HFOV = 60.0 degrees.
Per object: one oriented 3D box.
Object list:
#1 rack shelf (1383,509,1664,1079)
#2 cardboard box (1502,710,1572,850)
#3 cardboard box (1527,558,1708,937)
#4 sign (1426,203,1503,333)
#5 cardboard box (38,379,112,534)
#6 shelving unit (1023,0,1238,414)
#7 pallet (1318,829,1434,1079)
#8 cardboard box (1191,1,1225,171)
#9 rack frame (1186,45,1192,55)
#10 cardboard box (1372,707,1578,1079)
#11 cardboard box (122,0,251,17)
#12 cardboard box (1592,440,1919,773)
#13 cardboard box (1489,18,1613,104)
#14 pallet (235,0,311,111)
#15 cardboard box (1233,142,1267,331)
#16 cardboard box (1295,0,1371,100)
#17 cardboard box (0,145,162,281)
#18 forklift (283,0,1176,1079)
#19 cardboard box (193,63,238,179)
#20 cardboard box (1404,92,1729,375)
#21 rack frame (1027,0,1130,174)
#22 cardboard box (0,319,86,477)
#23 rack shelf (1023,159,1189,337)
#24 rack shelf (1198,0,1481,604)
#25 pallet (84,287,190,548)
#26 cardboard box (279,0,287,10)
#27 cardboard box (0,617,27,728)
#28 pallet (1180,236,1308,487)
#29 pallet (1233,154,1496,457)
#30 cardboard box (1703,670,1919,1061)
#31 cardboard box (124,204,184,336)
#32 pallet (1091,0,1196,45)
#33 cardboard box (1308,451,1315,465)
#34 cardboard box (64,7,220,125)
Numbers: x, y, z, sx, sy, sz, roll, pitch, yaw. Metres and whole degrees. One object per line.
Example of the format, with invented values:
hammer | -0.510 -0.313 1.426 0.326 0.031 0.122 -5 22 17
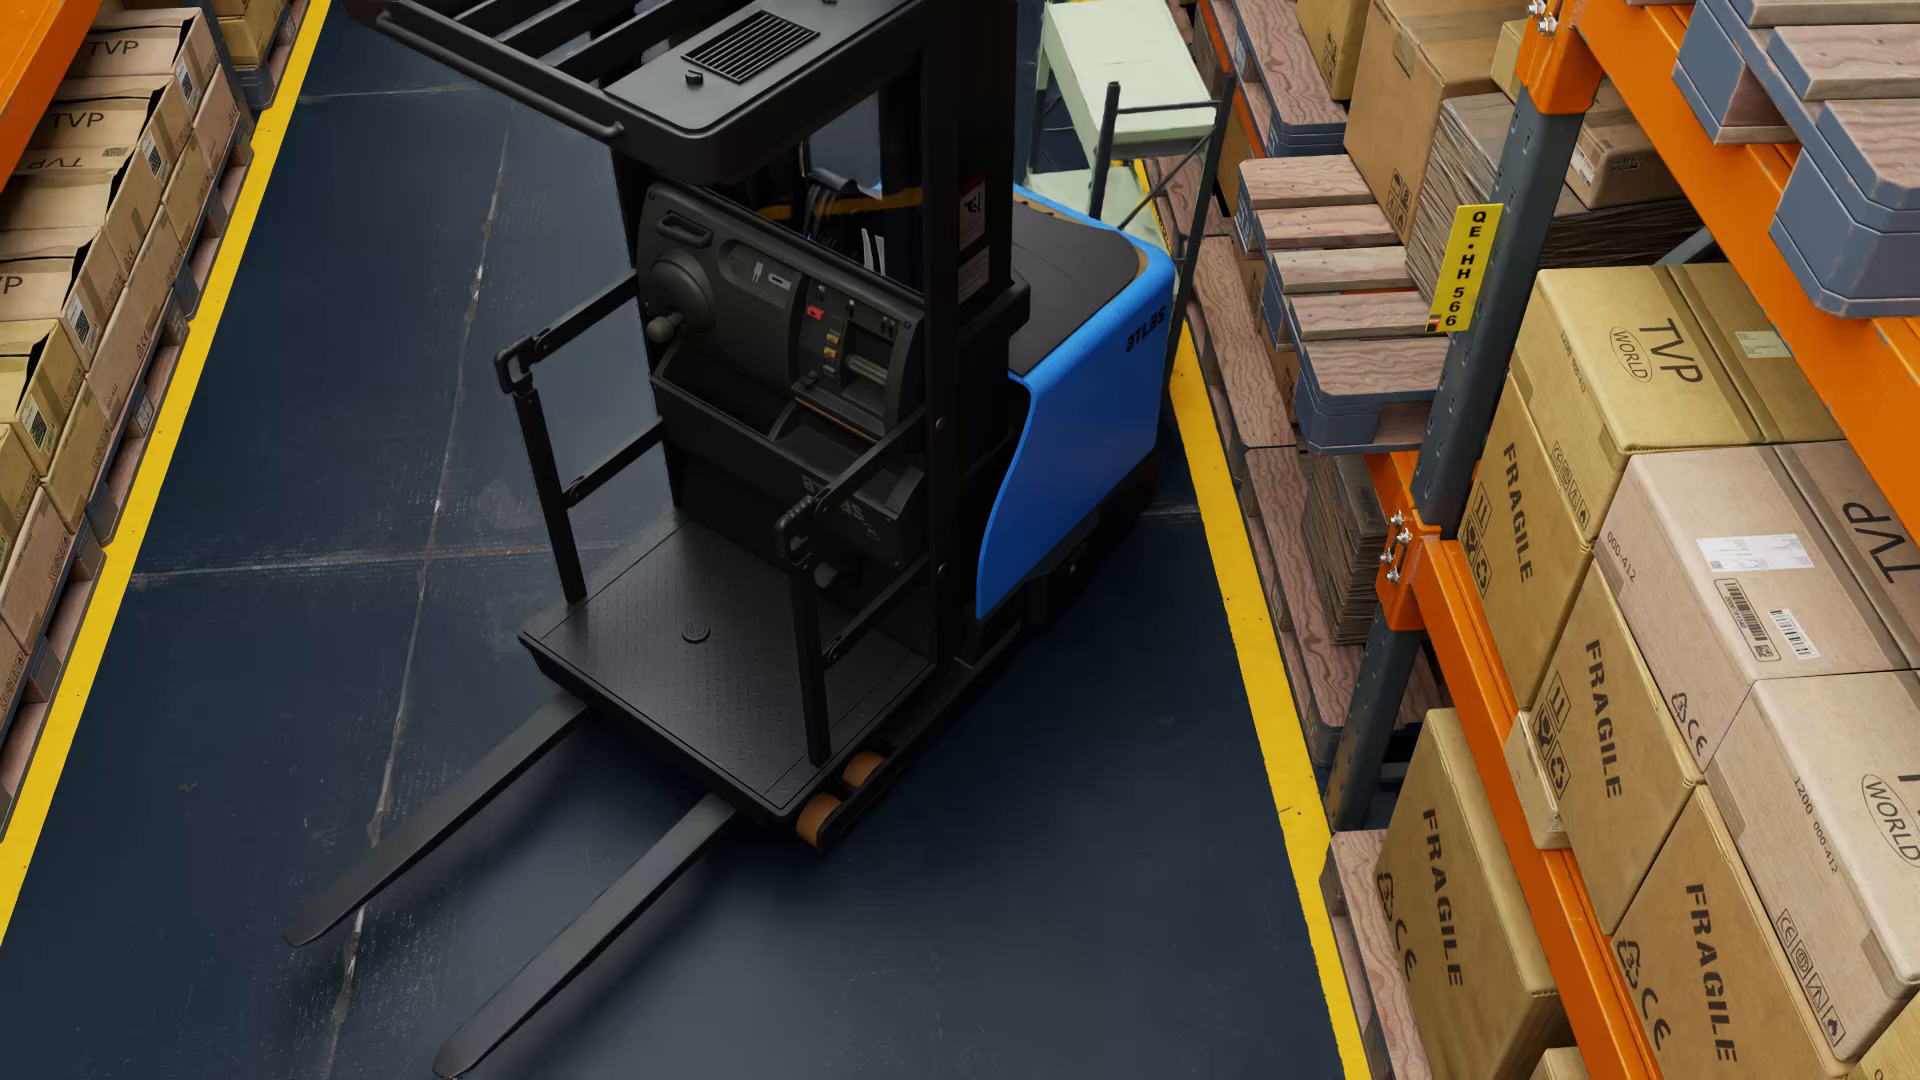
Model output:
rack shelf | 1.762 1.461 2.795 1.077 0.370 4.000 -3 47 -3
cardboard box | 1.342 0.479 3.390 0.380 0.149 0.250 -2 47 -2
cardboard box | 1.415 0.370 3.046 0.500 0.500 0.500 -2 47 -2
sign | 1.055 -0.564 3.475 0.100 0.325 0.005 -3 47 -3
cardboard box | -3.185 -0.264 5.539 0.500 0.250 0.500 -5 47 -4
shelving unit | 0.526 -1.203 5.798 0.431 1.500 0.755 -7 53 -10
pallet | 1.586 1.301 4.373 1.003 0.211 1.213 -3 47 -3
cardboard box | 1.338 -1.887 6.890 0.700 0.500 0.500 -2 47 -2
rack frame | 1.260 -3.127 6.646 1.000 3.000 0.127 -3 47 -3
cardboard box | 1.526 0.902 4.021 0.750 0.750 0.750 -4 47 -4
cardboard box | -3.403 -2.635 7.267 0.500 0.500 0.500 -3 47 -3
cardboard box | 1.422 0.099 2.787 0.500 0.250 0.500 -4 47 -4
cardboard box | 1.494 -1.121 3.927 0.380 0.149 0.250 -11 47 -10
pallet | -3.701 -2.442 7.918 1.003 0.211 1.213 -3 47 -3
cardboard box | 1.434 -1.145 6.187 0.700 0.500 0.500 -3 47 -3
cardboard box | 1.419 -1.658 4.883 0.700 0.500 0.500 -3 47 -3
cardboard box | -3.267 -1.202 6.041 0.500 0.311 0.500 -4 47 -3
forklift | -0.620 -0.516 4.220 1.130 2.935 3.031 29 53 25
cardboard box | -3.353 -1.740 6.936 0.500 0.250 0.500 -4 47 -4
cardboard box | 1.545 -0.758 4.030 0.700 0.500 0.500 -8 47 -8
rack frame | 0.452 -1.486 6.017 0.400 1.500 0.023 -7 53 -10
cardboard box | -3.185 -0.466 5.344 0.500 0.311 0.500 -5 47 -4
rack shelf | 0.508 -1.000 6.053 0.431 0.370 0.720 -7 53 -10
rack shelf | 1.427 -1.433 5.536 1.077 0.370 4.000 -3 47 -3
pallet | -3.470 -0.449 6.030 1.003 0.211 1.213 -3 47 -3
cardboard box | -3.450 -2.738 7.882 0.500 0.250 0.500 -3 47 -3
cardboard box | -3.092 0.475 4.839 0.500 0.250 0.500 -4 47 -3
pallet | 1.432 -0.720 6.287 1.003 0.211 1.213 -3 47 -3
pallet | 1.429 -0.676 4.457 1.213 0.211 1.003 -3 47 -3
cardboard box | 1.467 0.460 2.444 0.500 0.250 0.500 -3 47 -3
cardboard box | -3.269 -1.004 6.239 0.500 0.250 0.500 -3 47 -2
pallet | 1.168 -2.652 8.116 1.003 0.211 1.213 -3 47 -3
cardboard box | 1.555 -0.422 5.503 0.700 0.500 0.500 -4 47 -3
cardboard box | -3.357 -1.939 6.739 0.500 0.311 0.500 -3 47 -3
